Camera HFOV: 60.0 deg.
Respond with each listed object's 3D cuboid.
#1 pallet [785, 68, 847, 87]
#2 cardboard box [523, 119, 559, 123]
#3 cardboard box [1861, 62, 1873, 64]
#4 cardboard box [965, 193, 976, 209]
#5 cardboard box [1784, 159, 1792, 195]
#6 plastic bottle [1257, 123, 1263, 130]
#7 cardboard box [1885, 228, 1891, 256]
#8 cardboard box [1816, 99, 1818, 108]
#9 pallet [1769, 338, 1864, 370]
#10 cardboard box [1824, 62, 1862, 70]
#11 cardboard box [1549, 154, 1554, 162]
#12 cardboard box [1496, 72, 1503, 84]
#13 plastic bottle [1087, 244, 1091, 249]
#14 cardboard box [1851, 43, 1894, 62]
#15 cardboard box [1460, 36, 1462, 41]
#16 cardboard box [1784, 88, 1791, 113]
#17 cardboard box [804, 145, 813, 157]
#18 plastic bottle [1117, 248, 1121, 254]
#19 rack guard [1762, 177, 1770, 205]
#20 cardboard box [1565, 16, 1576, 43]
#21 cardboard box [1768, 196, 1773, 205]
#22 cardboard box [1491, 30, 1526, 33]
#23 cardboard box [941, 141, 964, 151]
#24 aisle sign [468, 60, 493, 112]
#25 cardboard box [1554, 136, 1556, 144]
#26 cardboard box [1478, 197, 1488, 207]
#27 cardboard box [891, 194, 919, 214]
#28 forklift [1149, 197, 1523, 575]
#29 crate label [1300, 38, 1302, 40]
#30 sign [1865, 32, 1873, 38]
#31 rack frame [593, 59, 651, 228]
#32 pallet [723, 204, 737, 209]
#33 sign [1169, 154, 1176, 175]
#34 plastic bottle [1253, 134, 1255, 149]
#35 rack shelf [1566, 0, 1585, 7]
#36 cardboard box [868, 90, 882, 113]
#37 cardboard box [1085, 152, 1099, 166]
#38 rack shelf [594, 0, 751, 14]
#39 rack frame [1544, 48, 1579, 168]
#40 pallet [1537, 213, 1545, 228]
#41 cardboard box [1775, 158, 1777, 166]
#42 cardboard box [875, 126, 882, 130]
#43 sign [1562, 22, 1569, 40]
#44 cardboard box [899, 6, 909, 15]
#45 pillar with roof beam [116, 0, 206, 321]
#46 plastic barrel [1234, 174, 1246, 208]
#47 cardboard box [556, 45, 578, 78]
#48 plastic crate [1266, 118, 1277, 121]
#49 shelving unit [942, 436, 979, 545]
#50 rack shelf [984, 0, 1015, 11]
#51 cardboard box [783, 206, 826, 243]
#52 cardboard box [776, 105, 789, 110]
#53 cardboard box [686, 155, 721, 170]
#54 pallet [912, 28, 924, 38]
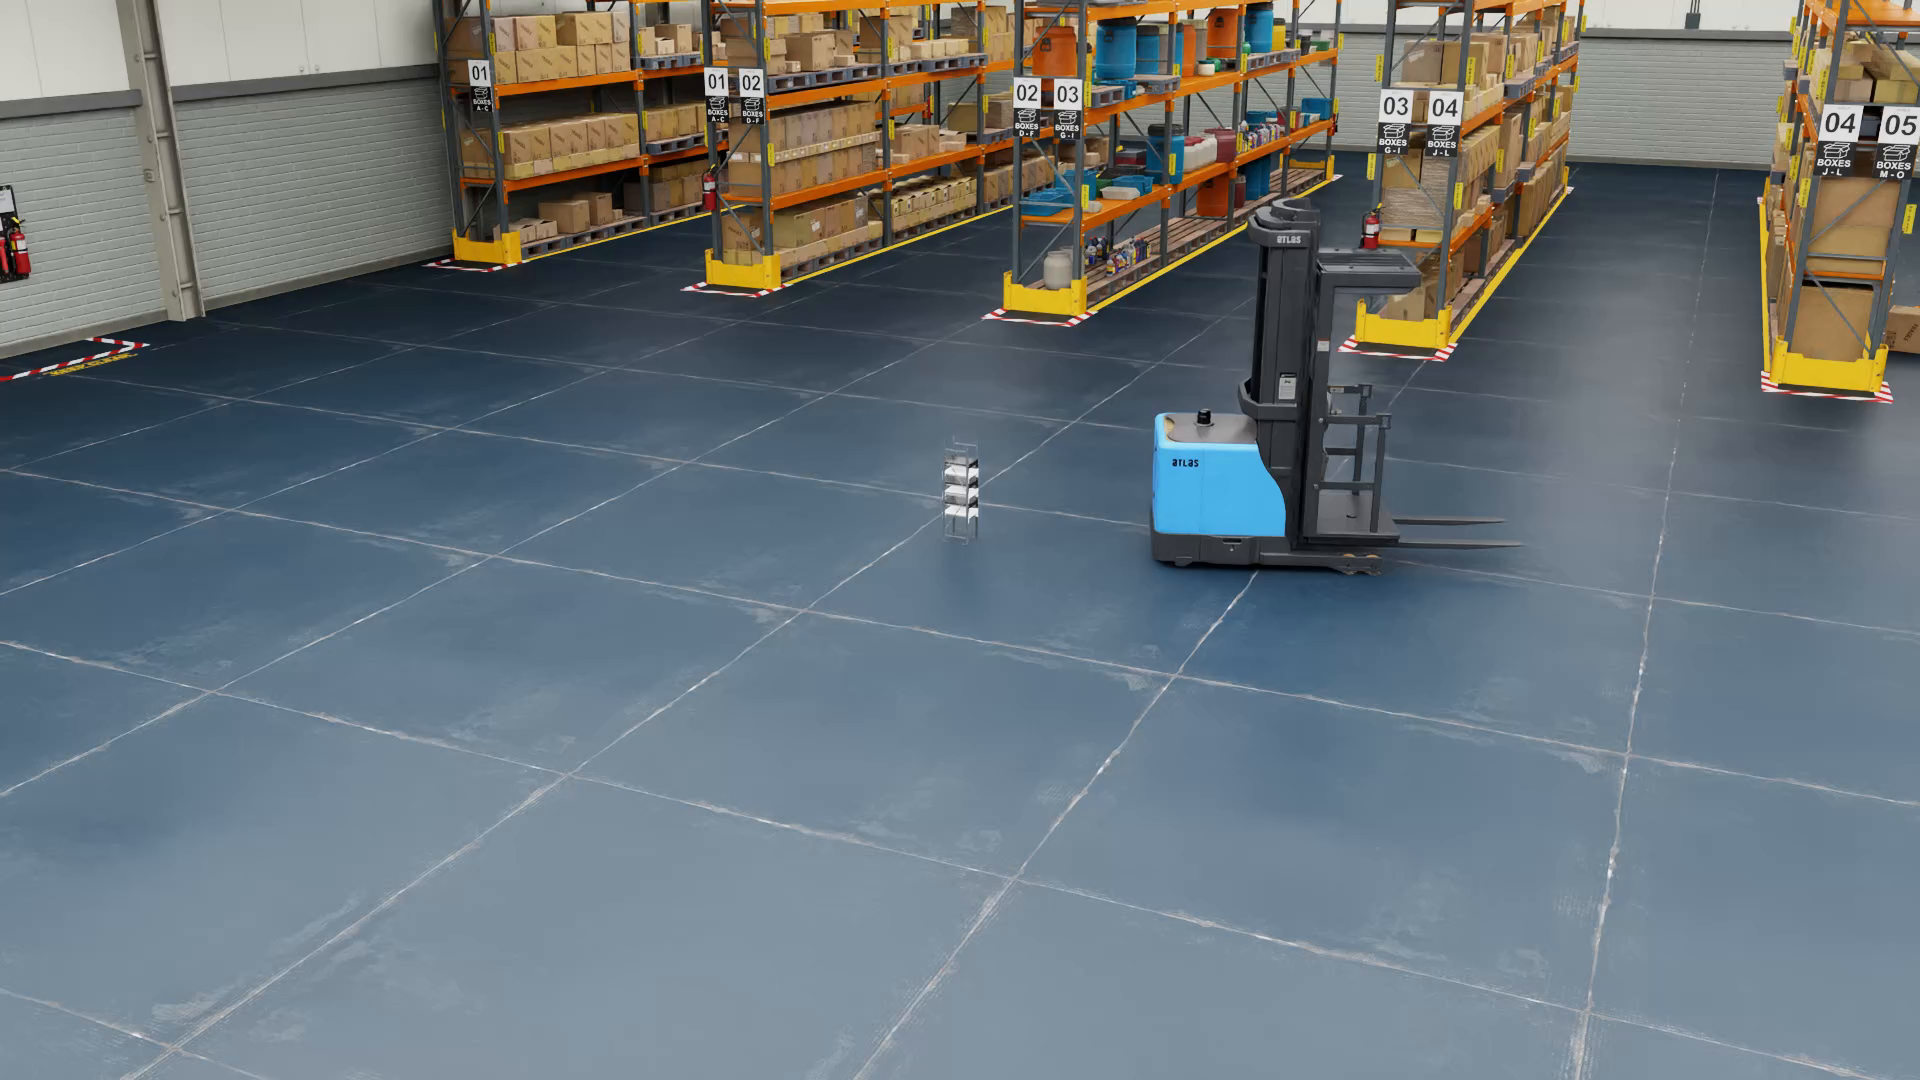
[{"bbox_3d":[-2.490,-7.292,26.152,1.003,0.211,1.213,9,21,23],"label":"pallet"},{"bbox_3d":[-7.194,-6.943,28.589,0.500,0.500,0.500,9,21,23],"label":"cardboard box"},{"bbox_3d":[11.889,-6.027,21.466,0.500,0.250,0.500,8,21,22],"label":"cardboard box"},{"bbox_3d":[-0.019,-6.487,31.710,0.500,0.250,0.500,9,22,24],"label":"cardboard box"},{"bbox_3d":[12.858,-5.498,25.304,0.500,0.500,0.500,8,21,22],"label":"cardboard box"},{"bbox_3d":[5.845,-7.935,32.379,0.144,0.351,0.185,9,21,23],"label":"plastic bottle"},{"bbox_3d":[10.878,-3.777,20.389,0.875,0.550,0.550,9,21,23],"label":"cardboard box"},{"bbox_3d":[10.357,-5.183,19.687,0.380,0.149,0.250,9,21,23],"label":"cardboard box"},{"bbox_3d":[10.474,-2.203,20.349,1.003,0.211,1.213,9,21,23],"label":"pallet"},{"bbox_3d":[10.150,-5.403,19.117,0.380,0.149,0.250,9,21,23],"label":"cardboard box"},{"bbox_3d":[10.992,-7.029,32.302,0.875,0.875,0.875,9,21,23],"label":"cardboard box"},{"bbox_3d":[7.503,-6.588,23.668,0.380,0.149,0.250,9,22,24],"label":"cardboard box"},{"bbox_3d":[2.041,-4.500,26.060,0.097,0.271,0.097,0,20,0],"label":"plastic bottle"},{"bbox_3d":[13.038,-6.843,23.832,0.500,0.500,0.500,9,21,23],"label":"cardboard box"},{"bbox_3d":[8.173,-7.697,26.264,0.500,0.500,0.500,8,21,21],"label":"cardboard box"},{"bbox_3d":[15.284,-7.928,30.200,0.500,0.500,0.500,8,21,21],"label":"cardboard box"},{"bbox_3d":[-2.523,-6.093,26.007,0.380,0.149,0.250,8,21,21],"label":"cardboard box"},{"bbox_3d":[2.474,-4.375,25.690,0.061,0.283,0.133,9,21,23],"label":"plastic bottle"},{"bbox_3d":[16.739,-6.952,33.271,1.175,0.500,0.348,9,21,23],"label":"rack guard"},{"bbox_3d":[12.122,-10.403,33.844,0.700,0.500,0.500,7,21,19],"label":"cardboard box"},{"bbox_3d":[15.732,-6.505,31.911,0.380,0.149,0.250,7,21,20],"label":"cardboard box"},{"bbox_3d":[9.468,-8.549,28.779,0.500,0.500,0.500,10,22,26],"label":"cardboard box"},{"bbox_3d":[-0.142,-7.348,31.029,0.380,0.149,0.250,9,21,23],"label":"cardboard box"},{"bbox_3d":[-7.578,-7.174,26.285,0.394,0.787,0.004,9,21,23],"label":"aisle sign"},{"bbox_3d":[11.288,-7.729,32.100,0.380,0.149,0.250,9,22,24],"label":"cardboard box"},{"bbox_3d":[7.441,-4.897,24.136,0.380,0.149,0.250,9,21,23],"label":"cardboard box"},{"bbox_3d":[-1.058,-5.968,29.412,0.500,0.311,0.500,8,21,22],"label":"cardboard box"},{"bbox_3d":[3.149,-1.278,13.688,3.031,2.935,1.130,1,20,4],"label":"forklift"},{"bbox_3d":[7.095,-10.650,35.683,0.408,0.251,0.502,9,21,23],"label":"crate label"},{"bbox_3d":[15.640,-8.698,28.613,0.100,0.325,0.005,9,21,23],"label":"sign"},{"bbox_3d":[-6.185,-7.235,30.336,1.000,3.000,0.127,9,21,23],"label":"rack frame"},{"bbox_3d":[-4.868,-6.905,33.571,1.003,0.211,1.213,9,21,23],"label":"pallet"},{"bbox_3d":[3.351,-5.927,26.246,0.100,0.325,0.005,9,21,23],"label":"sign"},{"bbox_3d":[5.509,-7.510,31.303,0.097,0.271,0.097,0,20,0],"label":"plastic bottle"},{"bbox_3d":[11.467,-10.552,32.381,1.077,0.370,4.000,9,21,23],"label":"rack shelf"},{"bbox_3d":[-2.368,-10.208,38.248,0.980,0.700,0.700,8,21,21],"label":"cardboard box"},{"bbox_3d":[2.836,-8.650,37.763,0.500,0.250,0.500,9,21,23],"label":"cardboard box"},{"bbox_3d":[-5.366,-10.146,31.238,1.077,0.370,4.000,9,21,23],"label":"rack shelf"},{"bbox_3d":[12.286,-8.864,34.918,1.000,3.000,0.127,9,21,23],"label":"rack frame"},{"bbox_3d":[10.401,-6.082,31.254,1.003,0.211,1.213,9,21,23],"label":"pallet"},{"bbox_3d":[13.485,-6.155,27.048,0.380,0.149,0.250,9,21,24],"label":"cardboard box"},{"bbox_3d":[-2.011,-9.758,39.566,0.380,0.149,0.250,9,21,23],"label":"cardboard box"},{"bbox_3d":[11.147,-9.375,30.636,0.100,0.325,0.005,9,21,23],"label":"sign"},{"bbox_3d":[-1.536,-12.432,38.800,0.500,0.500,0.500,9,22,24],"label":"cardboard box"},{"bbox_3d":[-6.855,-6.747,20.010,9.100,9.000,0.400,9,21,23],"label":"pillar with roof beam"},{"bbox_3d":[5.139,-6.657,31.684,0.600,0.588,0.708,9,21,23],"label":"plastic barrel"},{"bbox_3d":[-6.796,-8.035,27.931,0.500,0.500,0.500,10,22,26],"label":"cardboard box"},{"bbox_3d":[6.568,-8.799,35.037,0.293,0.136,0.466,9,21,23],"label":"plastic crate"},{"bbox_3d":[0.003,-0.426,14.325,0.258,0.900,0.210,9,21,23],"label":"shelving unit"},{"bbox_3d":[0.793,-10.690,32.768,1.077,0.370,4.000,9,21,23],"label":"rack shelf"},{"bbox_3d":[-2.483,-5.030,26.495,0.500,0.500,0.500,9,21,23],"label":"cardboard box"},{"bbox_3d":[-3.891,-8.927,34.470,0.500,0.500,0.500,9,22,24],"label":"cardboard box"},{"bbox_3d":[-5.085,-7.448,32.889,0.500,0.250,0.500,9,21,24],"label":"cardboard box"},{"bbox_3d":[-1.565,-12.047,39.522,1.003,0.211,1.213,9,21,23],"label":"pallet"}]
